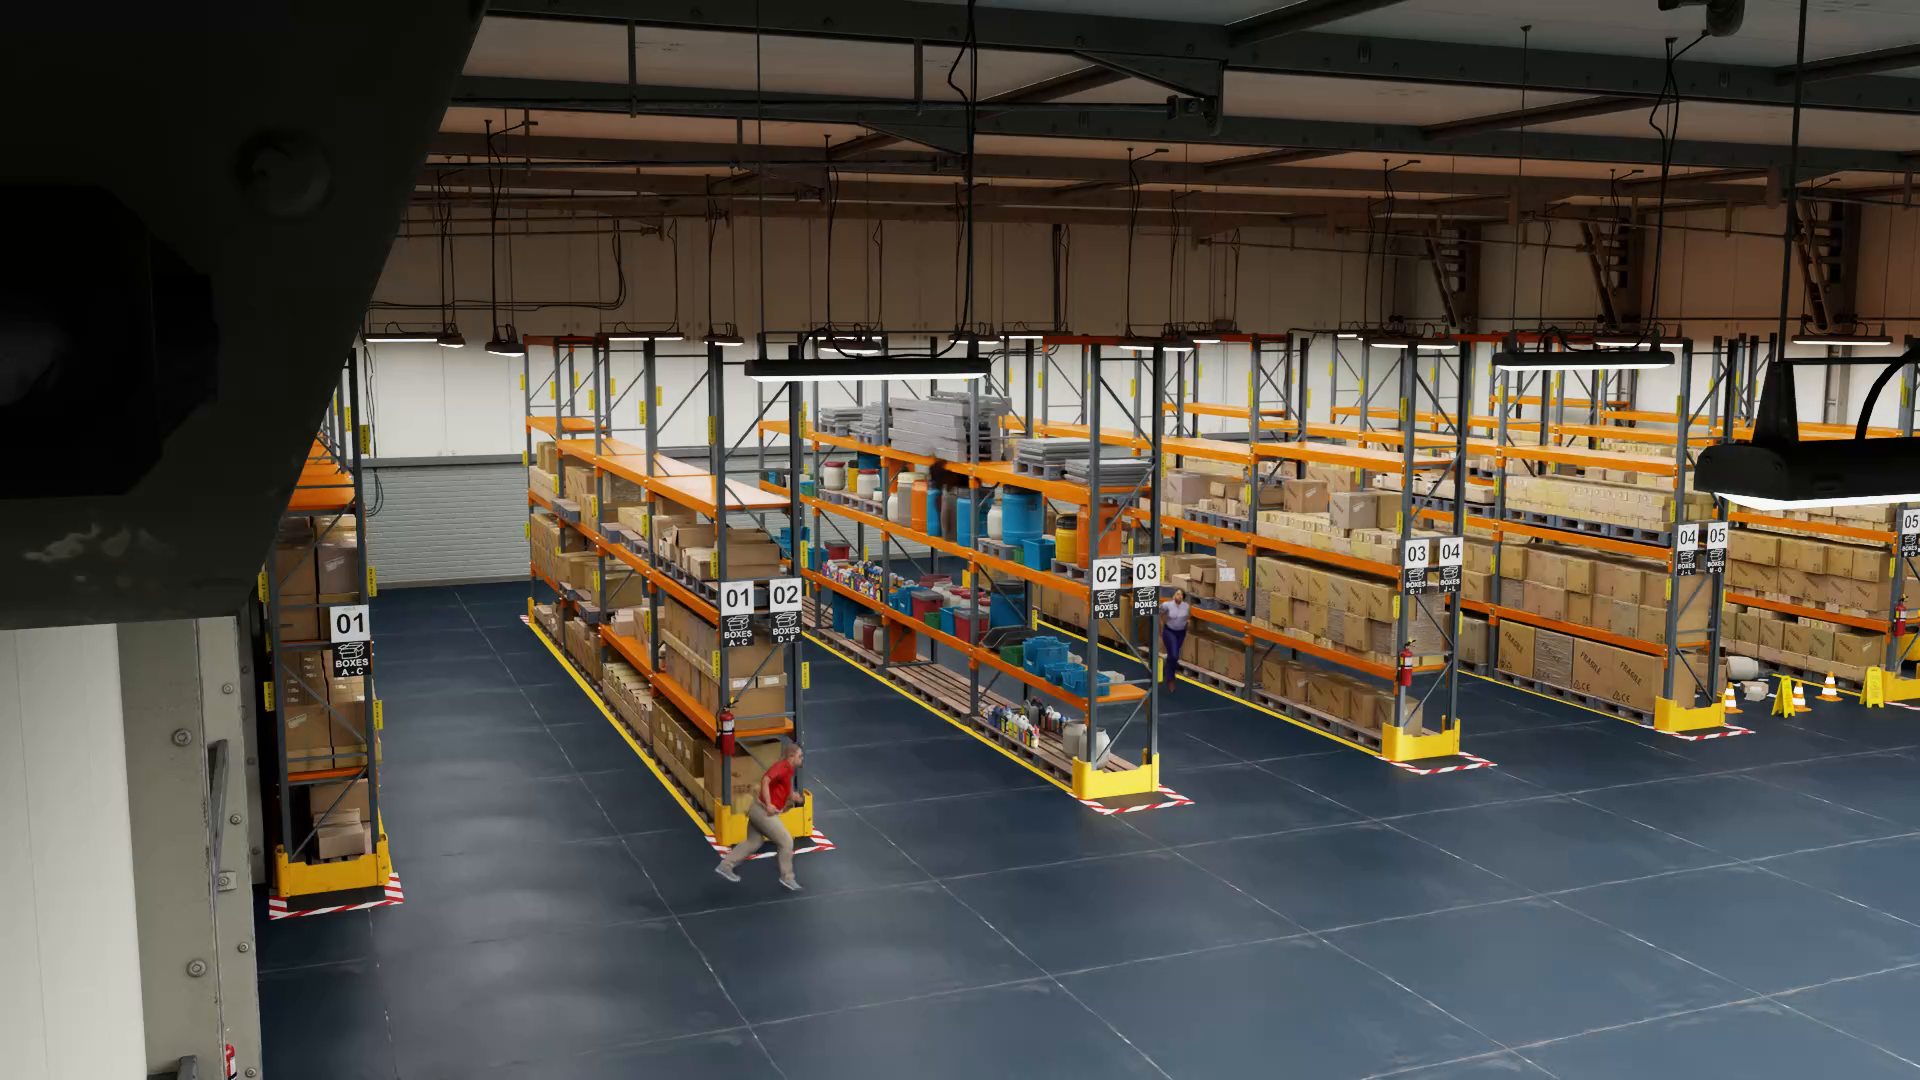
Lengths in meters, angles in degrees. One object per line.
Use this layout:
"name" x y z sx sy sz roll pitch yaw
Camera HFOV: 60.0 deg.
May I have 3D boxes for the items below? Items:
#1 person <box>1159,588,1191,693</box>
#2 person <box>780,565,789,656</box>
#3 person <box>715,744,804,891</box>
"person" 3.584 1.648 27.613 0.493 1.725 0.777 -4 8 -26
"person" -3.282 1.354 30.835 0.648 1.845 0.785 -2 8 -17
"person" -2.219 3.112 18.419 0.992 1.701 0.710 -1 8 -5
